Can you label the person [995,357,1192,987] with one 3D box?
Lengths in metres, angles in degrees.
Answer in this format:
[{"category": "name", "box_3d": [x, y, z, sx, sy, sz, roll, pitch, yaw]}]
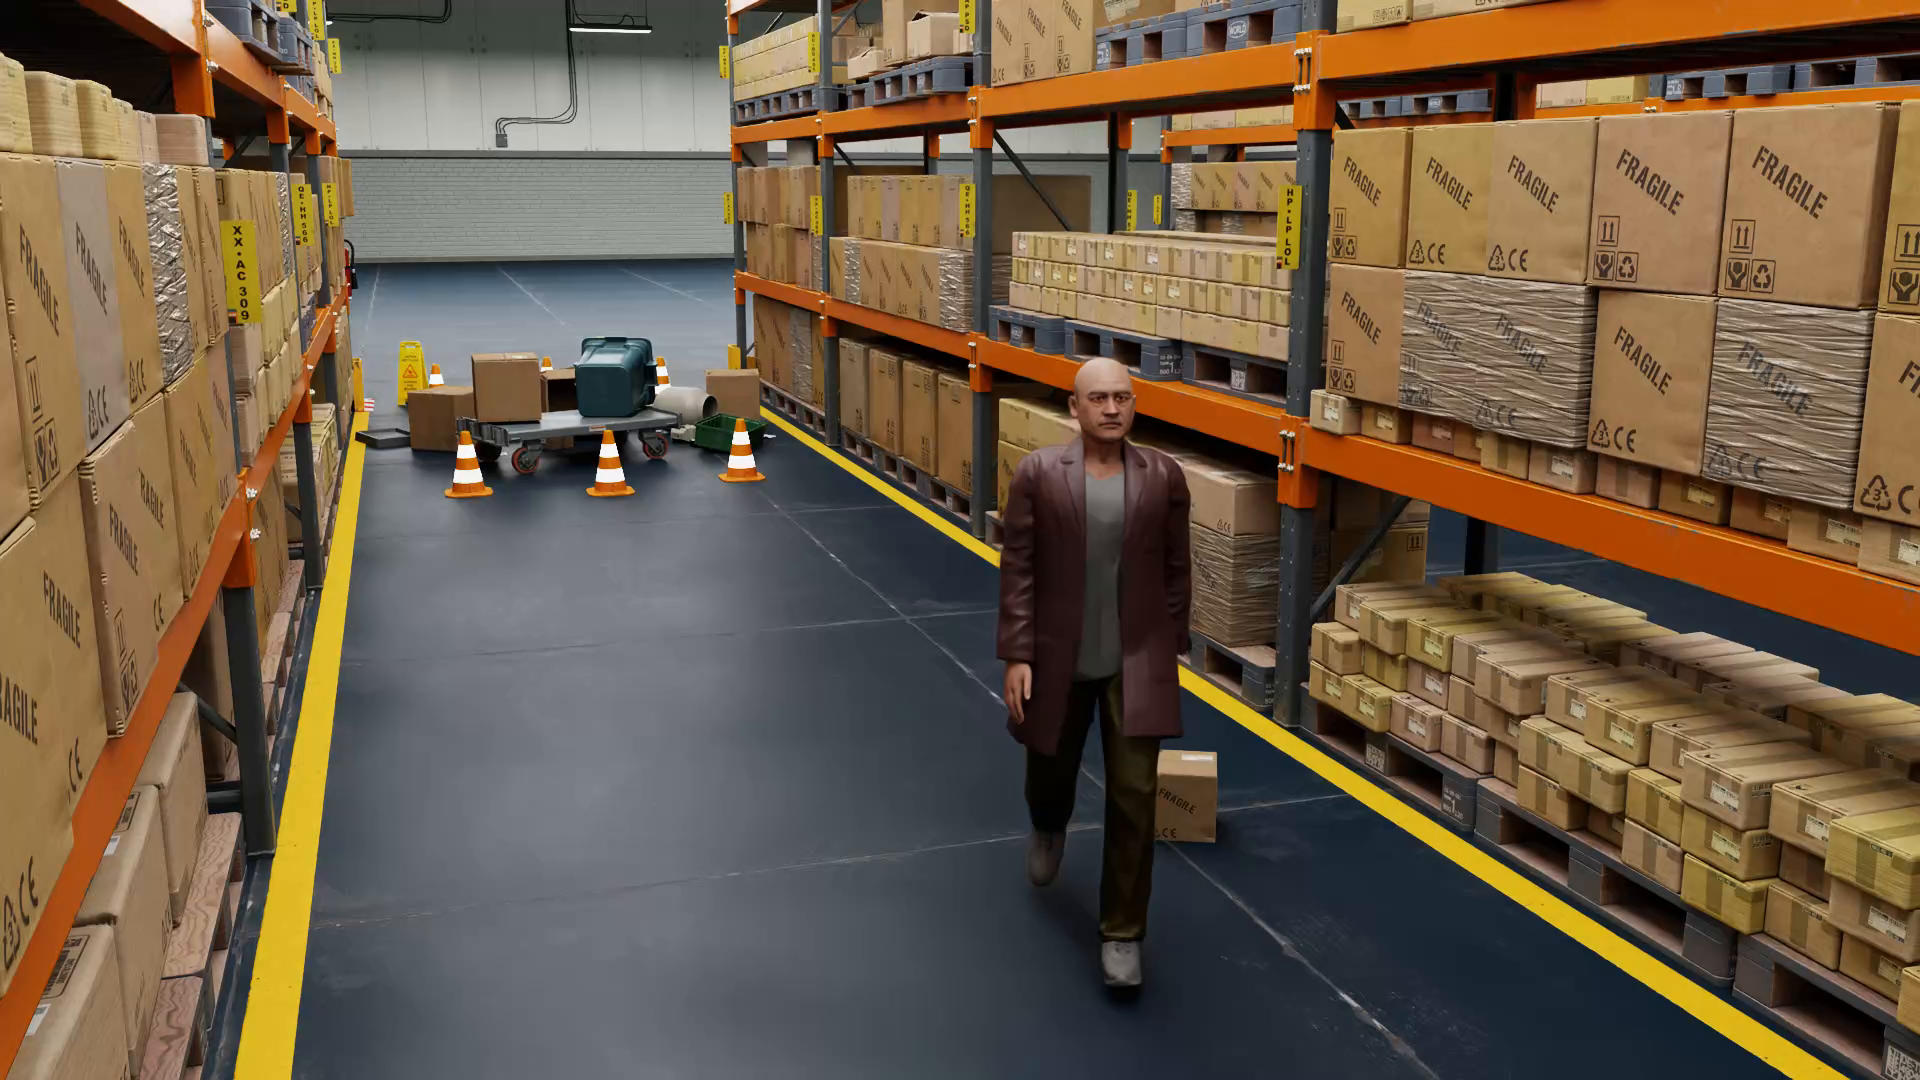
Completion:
[{"category": "person", "box_3d": [0.395, 0.332, 4.903, 0.578, 1.745, 0.932, 0, 12, 2]}]
